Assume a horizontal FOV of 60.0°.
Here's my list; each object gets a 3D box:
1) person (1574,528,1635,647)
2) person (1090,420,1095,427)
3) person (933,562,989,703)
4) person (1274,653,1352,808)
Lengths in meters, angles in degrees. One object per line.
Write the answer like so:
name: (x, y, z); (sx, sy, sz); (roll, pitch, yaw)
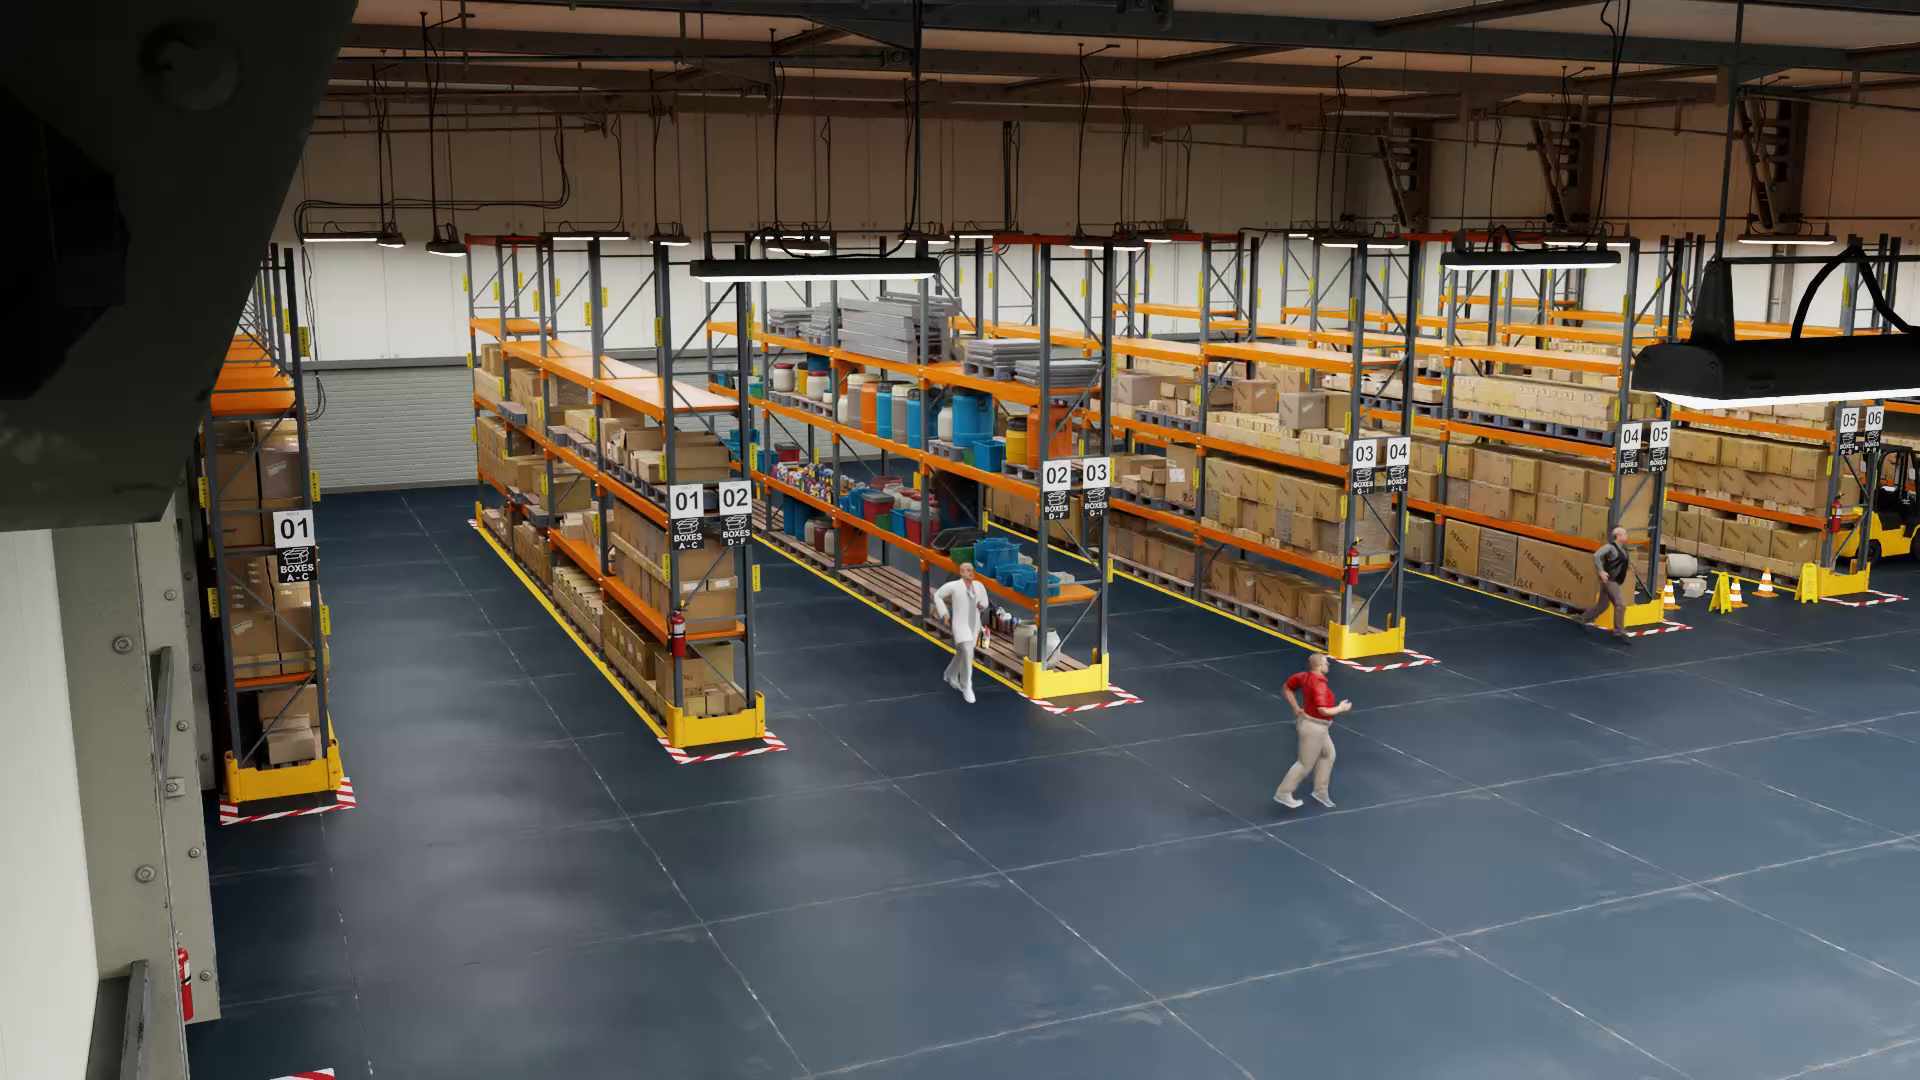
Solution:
person: (9.880, 0.661, 25.259); (0.922, 1.722, 0.667); (8, 14, 35)
person: (3.041, -1.971, 38.813); (0.610, 1.746, 0.761); (-3, 11, -14)
person: (0.077, 1.196, 22.272); (0.673, 1.812, 0.836); (-8, 14, -36)
person: (3.789, 2.088, 17.877); (0.800, 1.792, 0.642); (0, 11, 0)
